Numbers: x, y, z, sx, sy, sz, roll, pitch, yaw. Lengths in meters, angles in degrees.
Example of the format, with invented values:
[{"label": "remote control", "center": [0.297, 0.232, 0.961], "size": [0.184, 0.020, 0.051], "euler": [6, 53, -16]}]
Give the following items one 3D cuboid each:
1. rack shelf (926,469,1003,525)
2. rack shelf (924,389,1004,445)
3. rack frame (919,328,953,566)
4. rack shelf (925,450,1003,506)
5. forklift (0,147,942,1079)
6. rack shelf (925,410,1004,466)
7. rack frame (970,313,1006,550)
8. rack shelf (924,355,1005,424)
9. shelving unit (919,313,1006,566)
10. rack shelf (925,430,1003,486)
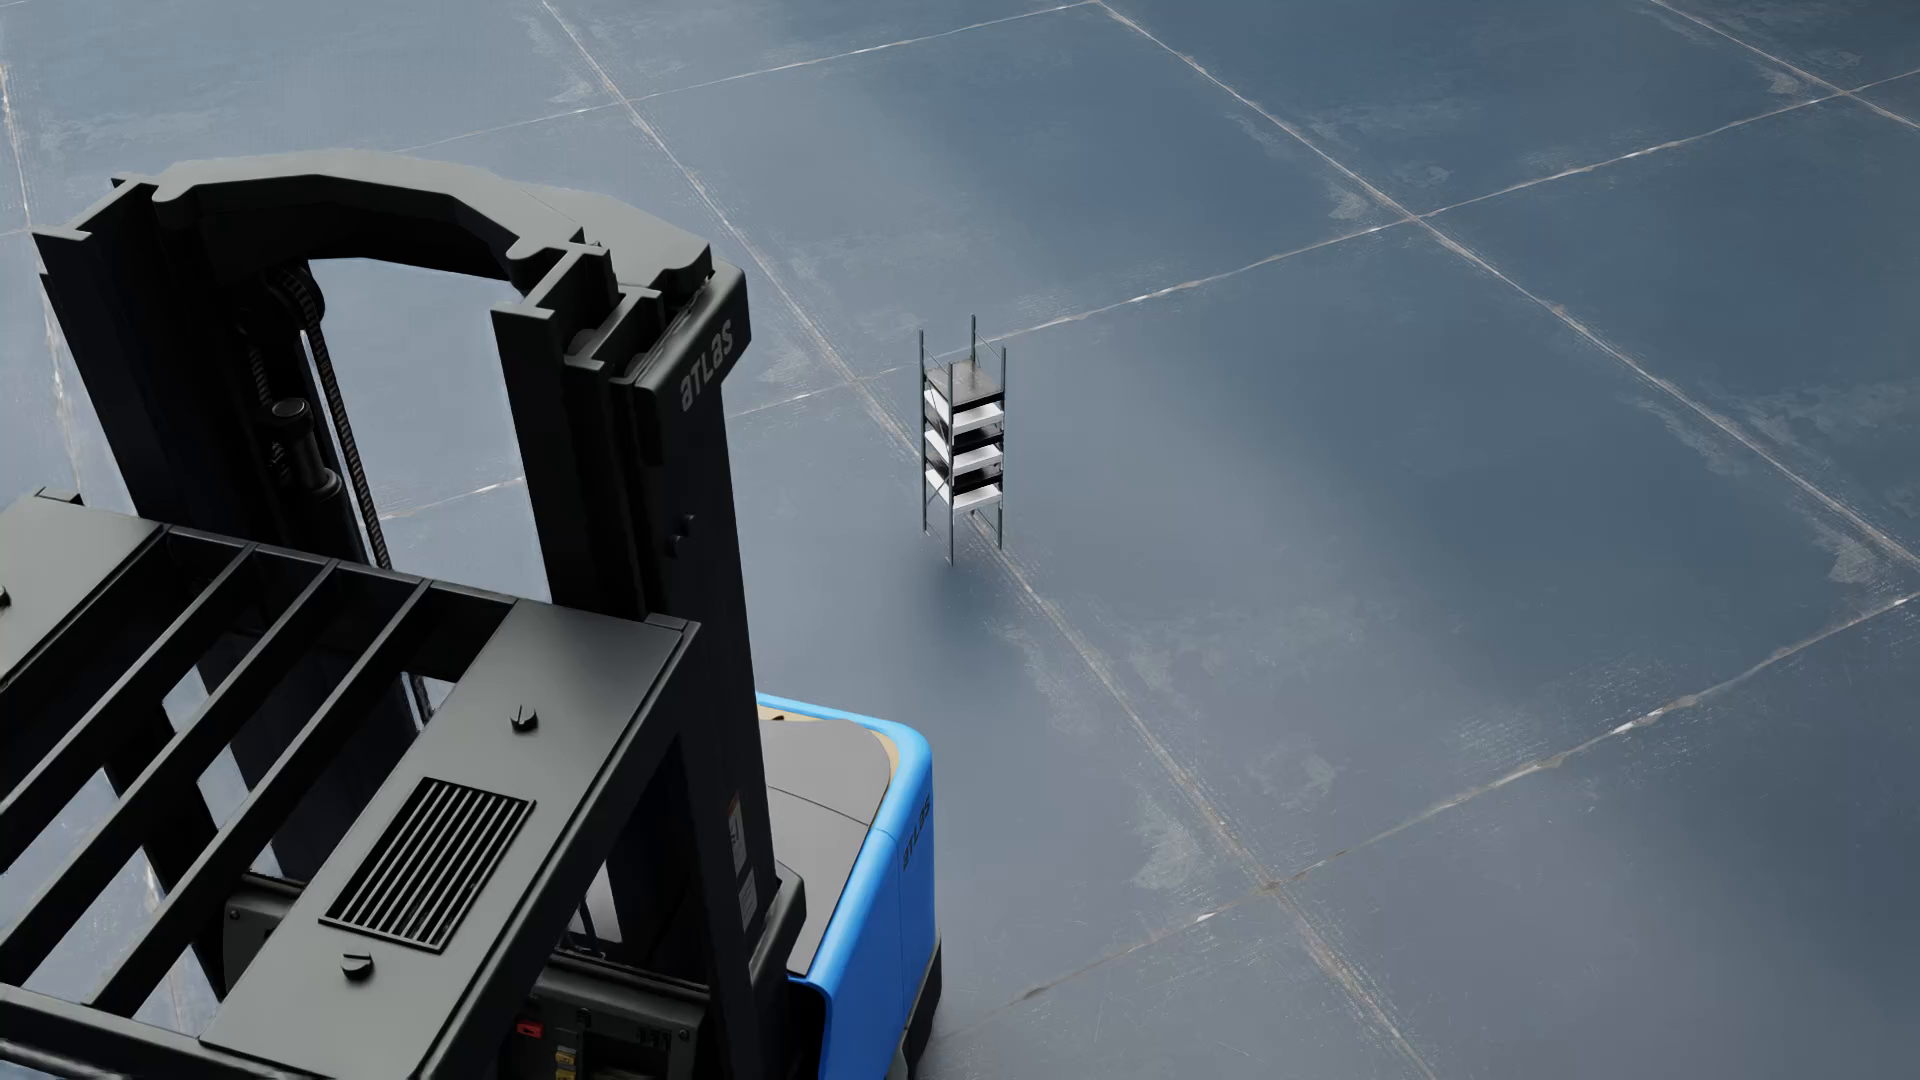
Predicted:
[{"label": "rack shelf", "center": [0.007, -0.183, 6.100], "size": [0.200, 0.077, 0.258], "euler": [-19, 44, -21]}, {"label": "rack shelf", "center": [0.007, -0.458, 5.867], "size": [0.200, 0.077, 0.258], "euler": [-19, 44, -21]}, {"label": "rack frame", "center": [-0.083, -0.316, 5.926], "size": [0.006, 0.900, 0.240], "euler": [-19, 44, -21]}, {"label": "rack shelf", "center": [0.007, -0.252, 6.042], "size": [0.200, 0.077, 0.258], "euler": [-19, 44, -21]}, {"label": "forklift", "center": [-0.956, 0.987, 2.815], "size": [1.130, 2.935, 3.031], "euler": [11, 41, 12]}, {"label": "rack shelf", "center": [0.007, -0.389, 5.925], "size": [0.200, 0.077, 0.258], "euler": [-19, 44, -21]}, {"label": "rack frame", "center": [0.097, -0.376, 5.998], "size": [0.006, 0.900, 0.240], "euler": [-19, 44, -21]}, {"label": "rack shelf", "center": [0.007, -0.527, 5.809], "size": [0.200, 0.077, 0.258], "euler": [-19, 44, -21]}, {"label": "shelving unit", "center": [0.007, -0.346, 5.962], "size": [0.210, 0.900, 0.258], "euler": [-19, 44, -21]}, {"label": "rack shelf", "center": [0.007, -0.320, 5.984], "size": [0.200, 0.077, 0.258], "euler": [-19, 44, -21]}]
